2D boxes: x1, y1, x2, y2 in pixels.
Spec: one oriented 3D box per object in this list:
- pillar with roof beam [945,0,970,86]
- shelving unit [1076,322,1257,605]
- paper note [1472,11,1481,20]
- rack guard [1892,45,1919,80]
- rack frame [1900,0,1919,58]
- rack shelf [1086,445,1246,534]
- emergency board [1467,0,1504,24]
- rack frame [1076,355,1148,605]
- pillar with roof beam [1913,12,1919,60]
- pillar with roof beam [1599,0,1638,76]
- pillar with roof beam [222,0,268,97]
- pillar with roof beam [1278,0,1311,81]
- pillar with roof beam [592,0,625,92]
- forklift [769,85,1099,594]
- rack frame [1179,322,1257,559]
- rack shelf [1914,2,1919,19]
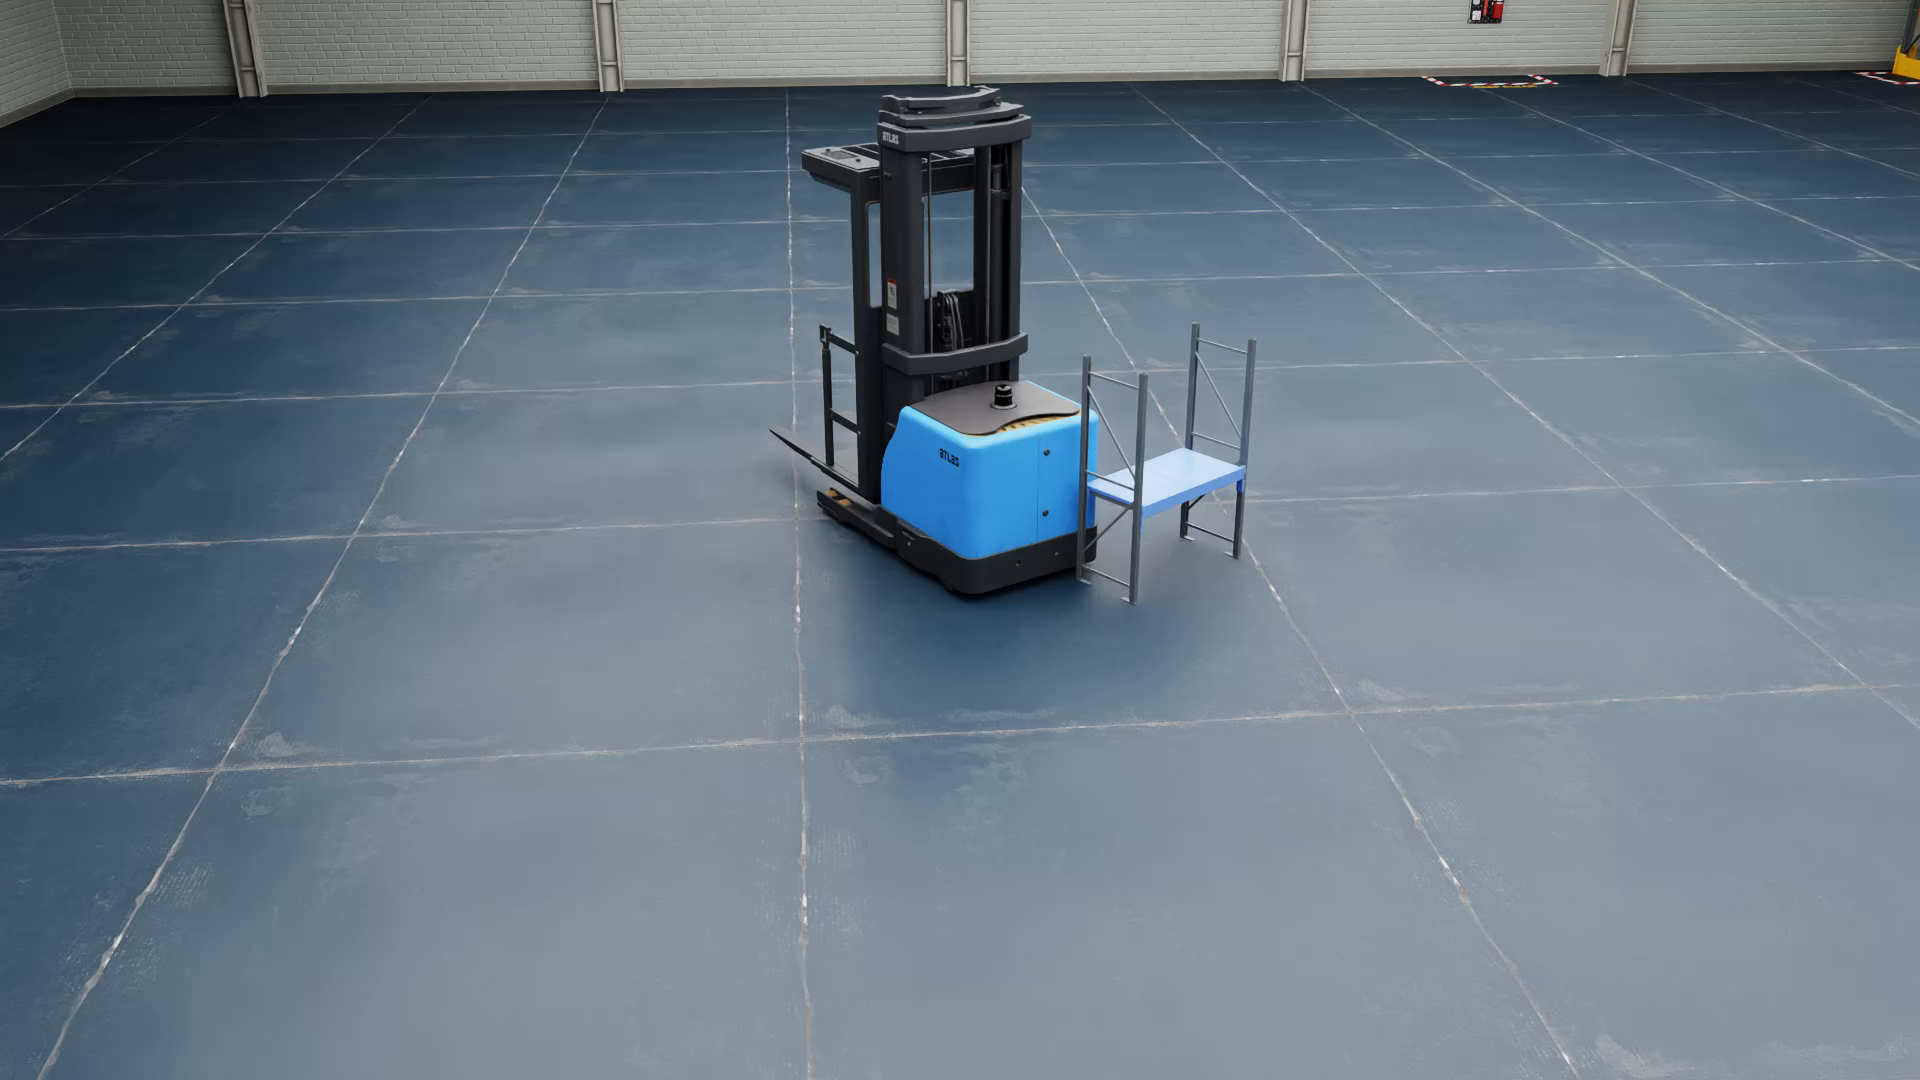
[{"bbox_3d":[0.385,-10.389,23.544,0.400,9.000,9.100,-2,24,-5],"label":"pillar with roof beam"},{"bbox_3d":[1.298,-0.499,10.526,1.048,1.500,0.538,-20,31,-38],"label":"shelving unit"},{"bbox_3d":[9.258,-9.402,29.794,0.142,0.148,0.016,-2,24,-5],"label":"paper note"},{"bbox_3d":[17.339,-8.590,29.959,0.348,0.500,1.175,-2,24,-5],"label":"rack guard"},{"bbox_3d":[17.263,-9.729,29.445,0.127,3.000,1.000,-2,24,-5],"label":"rack frame"},{"bbox_3d":[1.298,-0.335,10.599,1.000,0.185,0.538,-20,31,-38],"label":"rack shelf"},{"bbox_3d":[9.441,-9.784,29.568,0.643,1.169,0.194,-2,24,-5],"label":"emergency board"},{"bbox_3d":[0.924,-0.359,10.212,0.032,1.500,0.500,-20,31,-38],"label":"rack frame"},{"bbox_3d":[18.298,-11.108,25.161,0.400,9.000,9.100,-2,24,-5],"label":"pillar with roof beam"},{"bbox_3d":[12.327,-10.868,24.622,0.400,9.000,9.100,-2,24,-5],"label":"pillar with roof beam"},{"bbox_3d":[-11.557,-9.910,22.467,0.400,9.000,9.100,-2,24,-5],"label":"pillar with roof beam"},{"bbox_3d":[6.356,-10.629,24.083,0.400,9.000,9.100,-2,24,-5],"label":"pillar with roof beam"},{"bbox_3d":[-5.586,-10.150,23.006,0.400,9.000,9.100,-2,24,-5],"label":"pillar with roof beam"},{"bbox_3d":[-0.342,-1.551,11.130,1.130,2.935,3.031,-15,28,-30],"label":"forklift"},{"bbox_3d":[1.672,-0.639,10.841,0.032,1.500,0.500,-20,31,-38],"label":"rack frame"},{"bbox_3d":[19.253,-9.480,29.771,4.000,0.370,1.077,-2,24,-5],"label":"rack shelf"}]
